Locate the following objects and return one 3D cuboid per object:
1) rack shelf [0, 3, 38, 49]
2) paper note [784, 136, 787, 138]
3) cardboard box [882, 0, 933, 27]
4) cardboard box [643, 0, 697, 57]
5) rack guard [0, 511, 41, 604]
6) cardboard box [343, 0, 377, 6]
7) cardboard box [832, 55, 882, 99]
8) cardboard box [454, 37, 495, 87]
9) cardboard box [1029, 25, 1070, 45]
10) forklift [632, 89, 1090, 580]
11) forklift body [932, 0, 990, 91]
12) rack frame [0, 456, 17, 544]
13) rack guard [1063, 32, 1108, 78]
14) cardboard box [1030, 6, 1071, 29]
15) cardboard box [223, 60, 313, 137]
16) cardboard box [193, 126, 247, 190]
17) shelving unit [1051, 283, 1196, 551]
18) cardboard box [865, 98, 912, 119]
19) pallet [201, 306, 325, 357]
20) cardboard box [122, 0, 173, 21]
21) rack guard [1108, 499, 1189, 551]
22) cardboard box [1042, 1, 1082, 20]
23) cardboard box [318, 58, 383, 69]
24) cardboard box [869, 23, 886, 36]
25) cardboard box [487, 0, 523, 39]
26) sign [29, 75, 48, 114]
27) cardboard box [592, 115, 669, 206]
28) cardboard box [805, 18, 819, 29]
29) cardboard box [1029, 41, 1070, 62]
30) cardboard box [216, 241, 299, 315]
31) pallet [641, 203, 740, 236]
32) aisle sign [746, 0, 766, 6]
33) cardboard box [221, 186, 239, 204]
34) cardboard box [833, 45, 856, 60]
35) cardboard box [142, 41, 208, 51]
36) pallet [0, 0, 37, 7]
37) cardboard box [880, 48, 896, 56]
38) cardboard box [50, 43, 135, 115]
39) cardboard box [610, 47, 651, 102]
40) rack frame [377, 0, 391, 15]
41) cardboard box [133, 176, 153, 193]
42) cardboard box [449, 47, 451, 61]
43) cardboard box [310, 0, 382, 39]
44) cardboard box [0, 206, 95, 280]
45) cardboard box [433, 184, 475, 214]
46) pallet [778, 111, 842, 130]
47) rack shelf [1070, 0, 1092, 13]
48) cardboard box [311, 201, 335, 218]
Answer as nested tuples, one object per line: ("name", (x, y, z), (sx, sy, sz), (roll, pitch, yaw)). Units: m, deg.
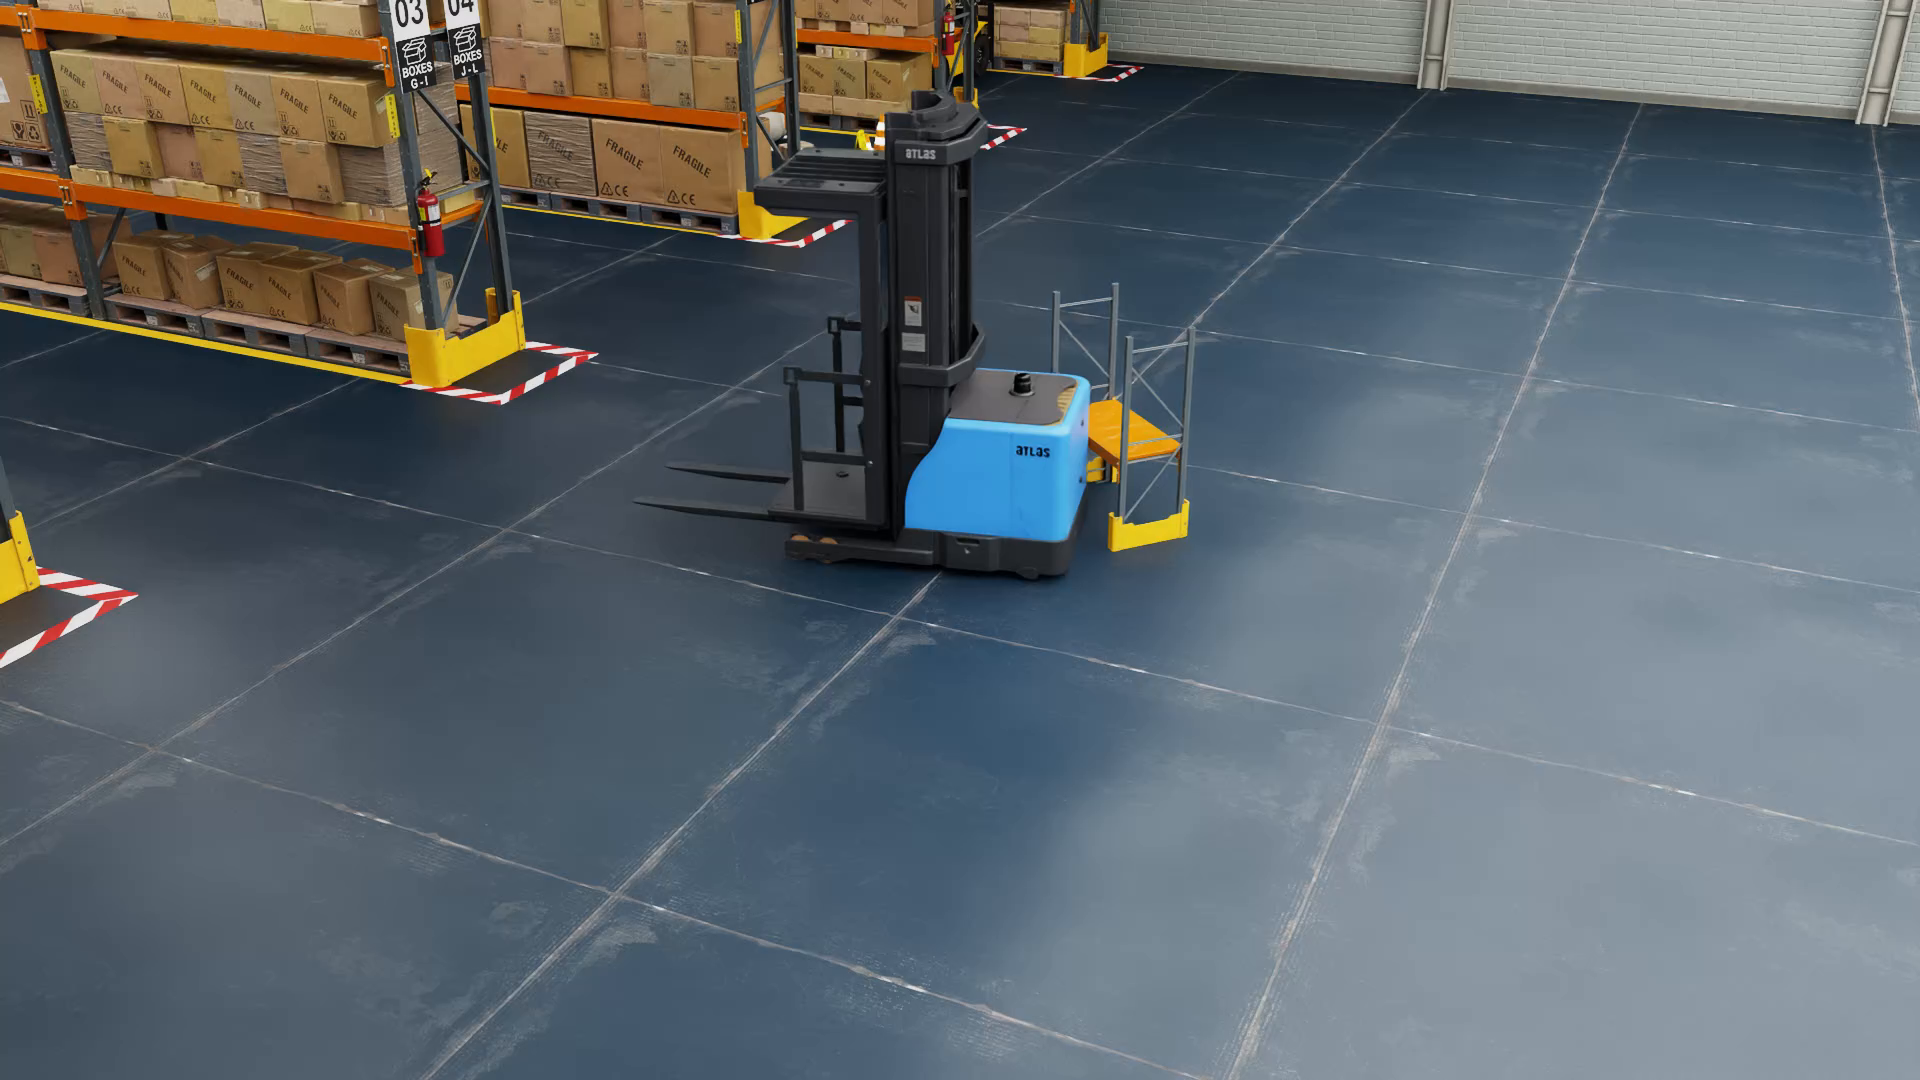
("rack shelf", (-9.636, -4.979, 15.456), (4.000, 0.370, 1.077), (11, 28, 22))
("paper note", (-2.281, -5.405, 22.263), (0.148, 0.019, 0.142), (2, 26, 4))
("cardboard box", (-0.680, -7.011, 21.713), (0.500, 0.500, 0.500), (11, 28, 21))
("cardboard box", (-2.889, -5.534, 17.771), (0.550, 0.550, 0.875), (11, 28, 22))
("rack guard", (-6.313, 0.259, 10.228), (0.348, 0.500, 1.175), (11, 28, 22))
("cardboard box", (-4.556, -4.242, 12.862), (0.250, 0.149, 0.380), (11, 28, 22))
("cardboard box", (-1.385, -6.271, 22.449), (0.500, 0.500, 0.500), (12, 29, 24))
("cardboard box", (-5.329, -5.571, 19.069), (0.550, 0.550, 0.875), (11, 28, 22))
("cardboard box", (1.407, -7.983, 26.209), (0.500, 0.250, 0.500), (11, 28, 21))
("forklift", (-0.689, -1.381, 10.806), (3.031, 2.935, 1.130), (5, 27, 11))
("forklift body", (-0.502, -8.073, 25.281), (1.214, 2.155, 2.313), (11, 28, 22))
("rack frame", (-6.224, -0.868, 9.686), (0.127, 3.000, 1.000), (11, 28, 22))
("rack guard", (2.001, -7.715, 26.423), (0.348, 0.500, 1.175), (11, 28, 22))
("cardboard box", (1.431, -8.203, 26.090), (0.500, 0.250, 0.500), (12, 29, 24))
("cardboard box", (-5.689, -3.669, 13.794), (0.500, 0.500, 0.500), (11, 28, 22))
("cardboard box", (-6.056, -3.397, 14.374), (0.500, 0.500, 0.875), (11, 28, 22))
("shelving unit", (1.072, -0.864, 11.377), (0.587, 1.500, 1.083), (-11, 28, -21))
("cardboard box", (-0.941, -5.843, 22.428), (0.500, 0.250, 0.500), (11, 28, 22))
("pallet", (-6.075, -2.008, 15.160), (1.213, 0.211, 1.003), (11, 28, 22))
("cardboard box", (-6.580, -4.494, 13.825), (0.500, 0.250, 0.500), (10, 28, 20))
("rack guard", (1.274, -0.103, 11.245), (0.587, 0.250, 0.087), (-11, 28, -21))
("cardboard box", (1.620, -8.408, 26.506), (0.500, 0.250, 0.500), (11, 28, 21))
("cardboard box", (-5.014, -3.790, 14.041), (0.500, 0.500, 0.500), (11, 28, 22))
("cardboard box", (-1.002, -6.771, 21.960), (0.250, 0.149, 0.380), (11, 28, 21))
("cardboard box", (-4.800, -5.983, 18.684), (0.550, 0.550, 0.875), (11, 28, 22))
("sign", (-8.042, -3.886, 14.506), (0.005, 0.325, 0.100), (11, 28, 22))
("cardboard box", (-3.475, -4.328, 18.644), (0.875, 0.875, 0.875), (11, 28, 21))
("cardboard box", (-1.884, -7.001, 22.428), (0.250, 0.149, 0.380), (11, 28, 22))
("cardboard box", (1.421, -7.754, 26.311), (0.500, 0.250, 0.500), (12, 28, 22))
("cardboard box", (-6.345, -2.385, 15.122), (0.500, 0.500, 0.500), (9, 28, 17))
("pallet", (-2.789, -3.699, 18.593), (1.213, 0.211, 1.003), (11, 28, 22))
("aisle sign", (-2.088, -5.868, 16.899), (0.004, 0.787, 0.394), (11, 28, 22))
("cardboard box", (-6.127, -3.021, 14.345), (0.250, 0.149, 0.380), (11, 28, 22))
("cardboard box", (-1.498, -6.555, 22.292), (0.250, 0.149, 0.380), (12, 29, 23))
("cardboard box", (-6.836, -4.155, 14.781), (0.500, 0.500, 0.500), (11, 28, 22))
("pallet", (-8.333, -5.008, 14.912), (1.003, 0.211, 1.213), (11, 28, 22))
("cardboard box", (-1.191, -6.492, 22.898), (0.500, 0.500, 0.500), (10, 28, 20))
("cardboard box", (-7.511, -4.033, 14.533), (0.500, 0.500, 0.500), (11, 28, 22))
("cardboard box", (-3.353, -5.197, 18.309), (0.550, 0.550, 0.875), (11, 28, 22))
("rack frame", (-4.174, -5.551, 12.406), (0.127, 3.000, 1.000), (11, 28, 22))
("cardboard box", (-7.051, -3.190, 14.688), (0.250, 0.149, 0.380), (11, 28, 22))
("cardboard box", (-6.037, -5.816, 19.623), (0.500, 0.500, 0.500), (12, 29, 22))
("cardboard box", (-4.718, -4.124, 13.073), (0.500, 0.250, 0.500), (12, 29, 23))
("cardboard box", (-8.792, -2.882, 16.110), (0.500, 0.500, 0.700), (11, 28, 21))
("cardboard box", (-4.335, -2.894, 14.087), (0.250, 0.149, 0.380), (11, 28, 22))
("pallet", (-1.972, -5.993, 23.254), (1.213, 0.211, 1.003), (11, 28, 22))
("rack shelf", (0.159, -8.883, 26.781), (4.000, 0.370, 1.077), (11, 28, 22))
("cardboard box", (-5.216, -2.838, 13.973), (0.250, 0.149, 0.380), (11, 28, 22))
